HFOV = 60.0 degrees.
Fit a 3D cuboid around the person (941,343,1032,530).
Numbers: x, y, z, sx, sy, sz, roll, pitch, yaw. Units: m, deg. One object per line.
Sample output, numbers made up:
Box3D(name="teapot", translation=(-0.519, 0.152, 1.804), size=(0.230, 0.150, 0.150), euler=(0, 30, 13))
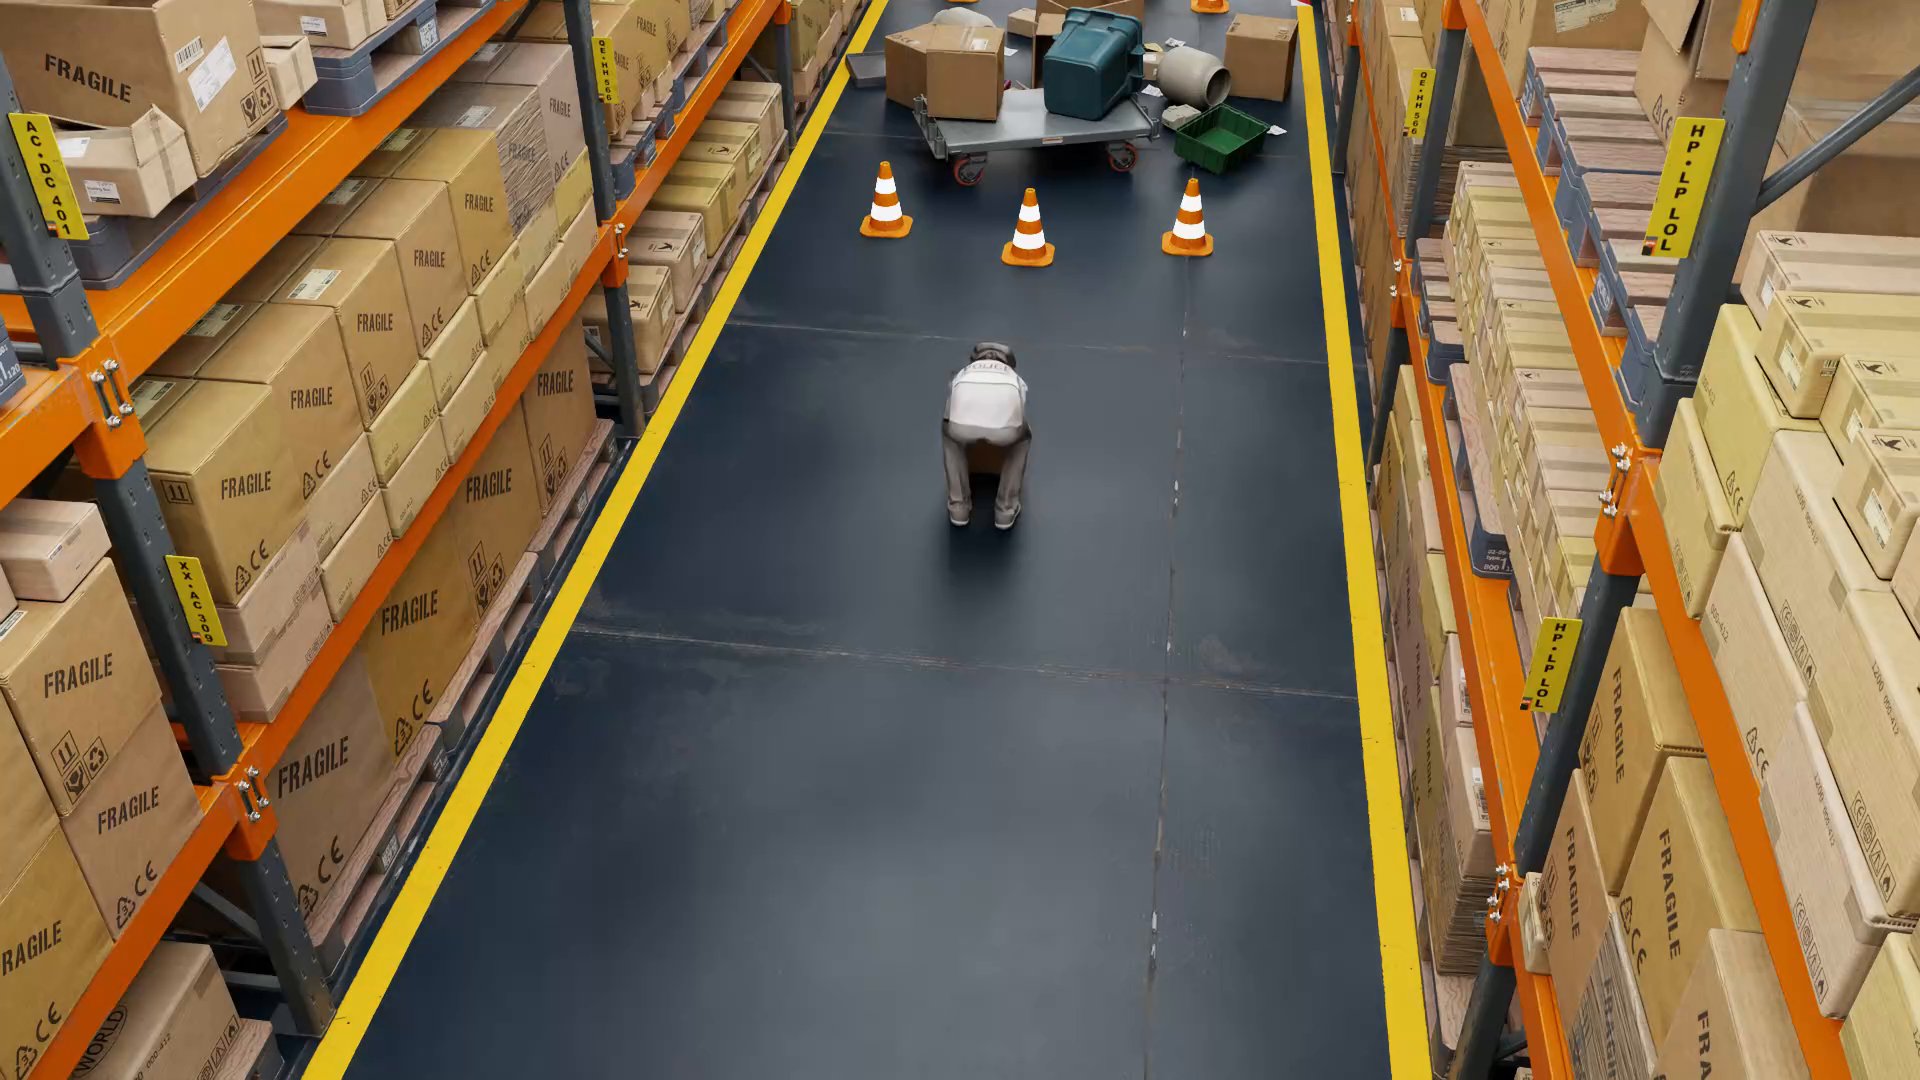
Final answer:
Box3D(name="person", translation=(0.134, -0.566, 8.485), size=(0.465, 0.861, 0.883), euler=(3, 36, 4))
